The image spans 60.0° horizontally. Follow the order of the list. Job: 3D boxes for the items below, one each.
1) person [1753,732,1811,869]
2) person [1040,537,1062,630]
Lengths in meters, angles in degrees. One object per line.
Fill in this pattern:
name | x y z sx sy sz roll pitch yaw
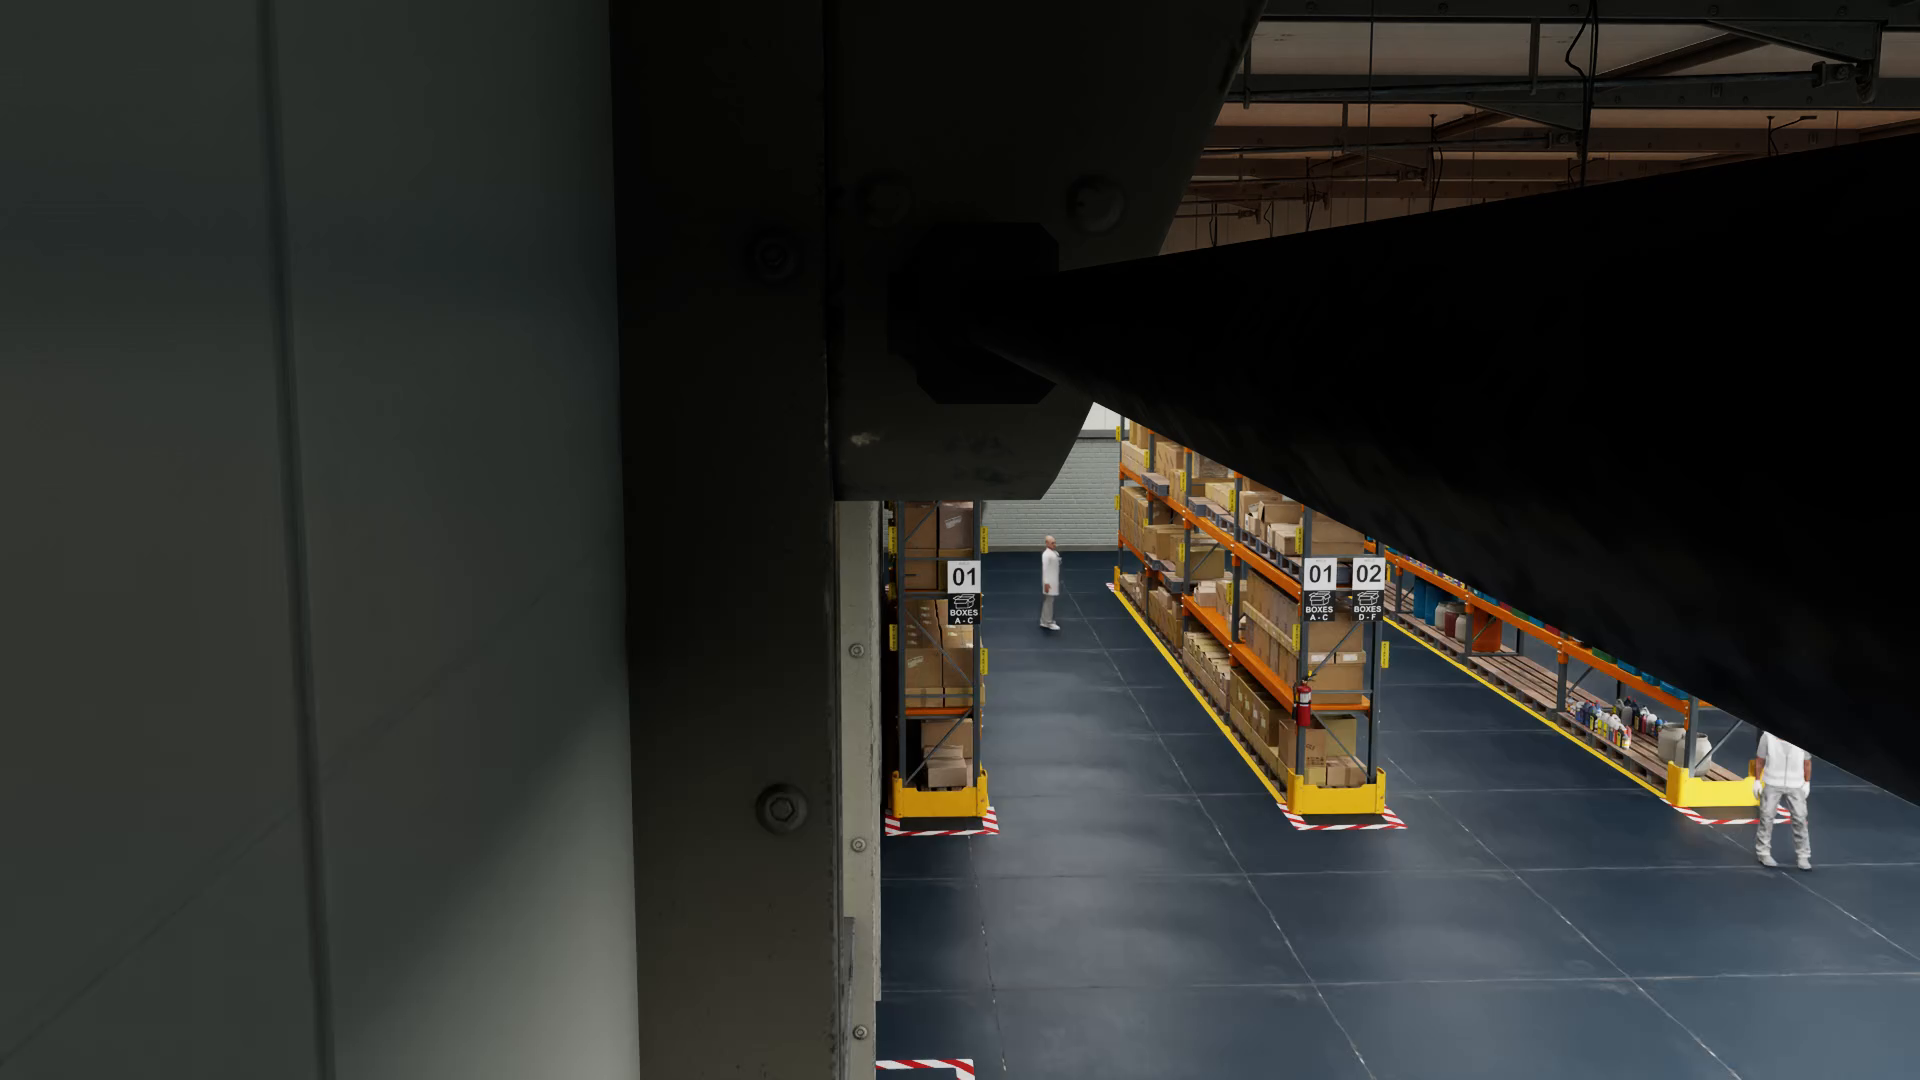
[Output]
person | 9.265 2.771 18.677 0.640 1.778 0.419 3 9 18
person | 1.766 0.823 32.232 0.447 1.801 0.648 3 9 17
